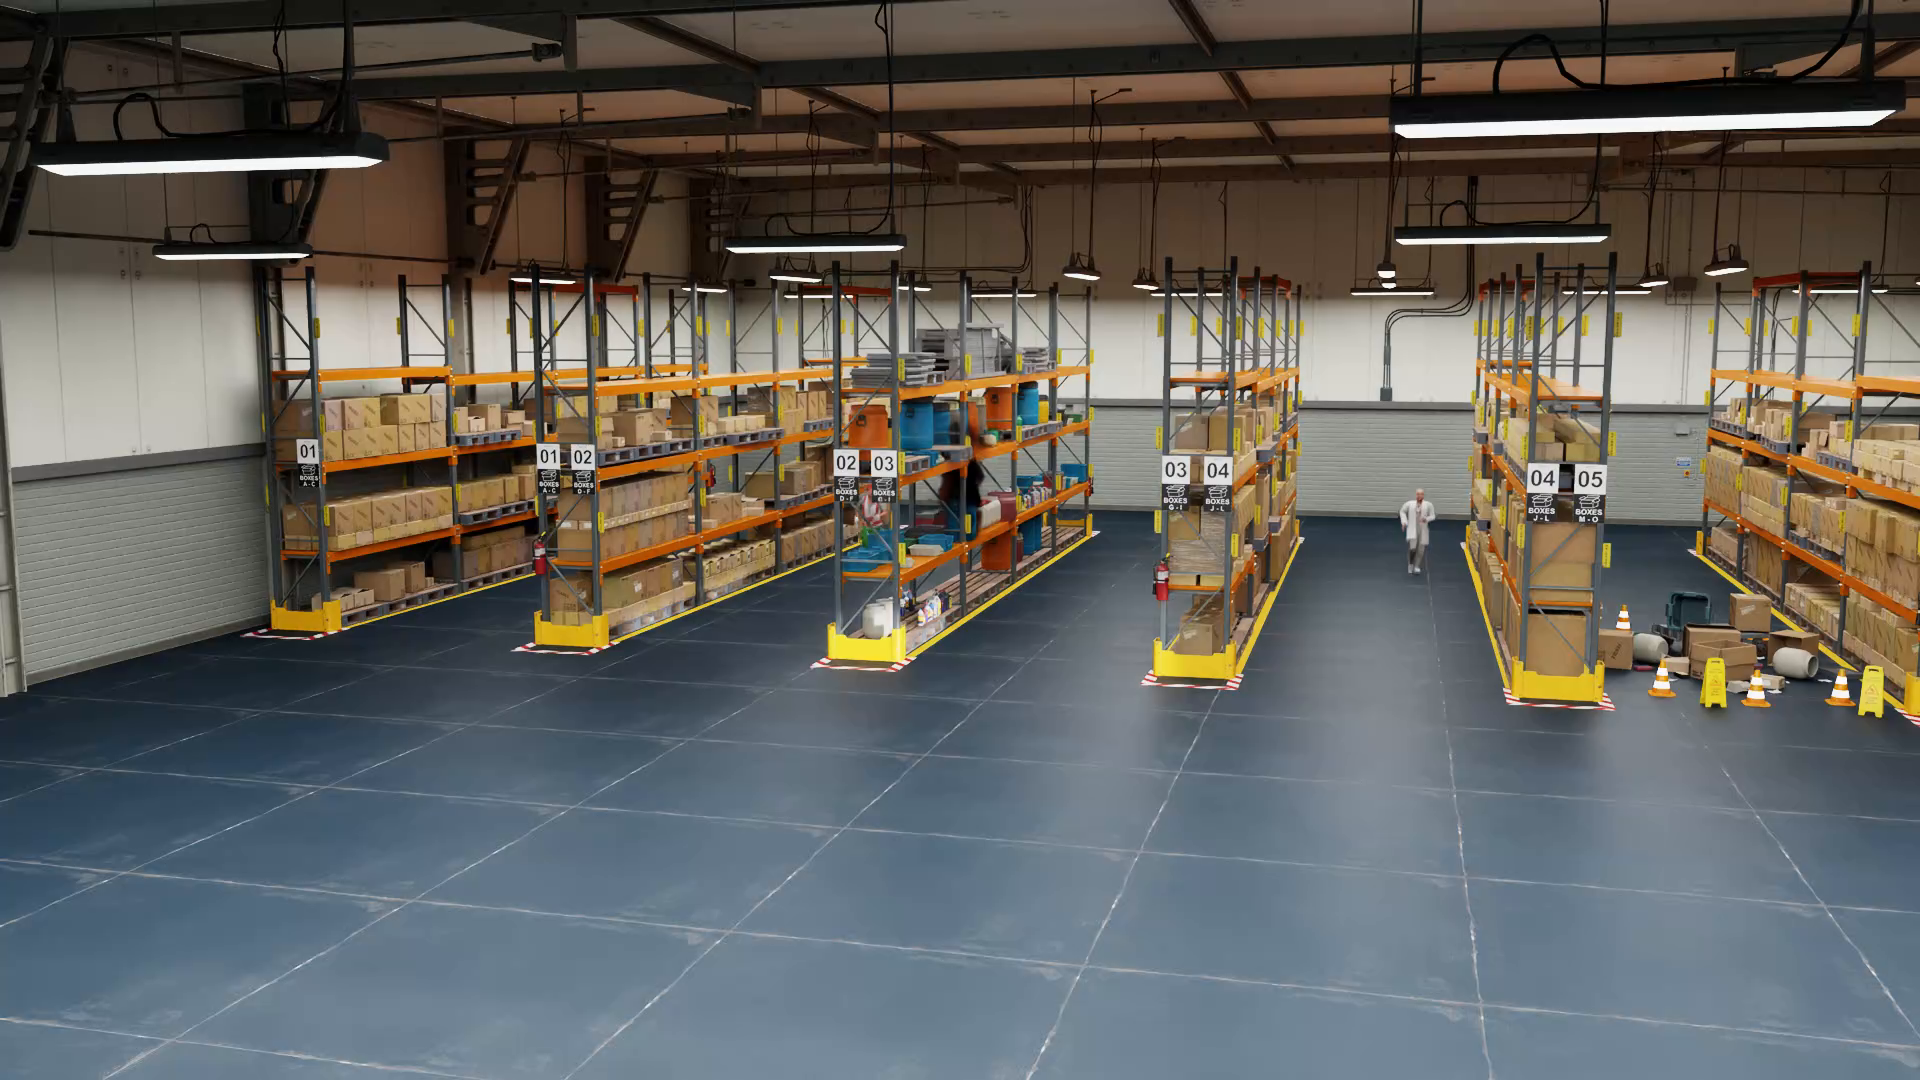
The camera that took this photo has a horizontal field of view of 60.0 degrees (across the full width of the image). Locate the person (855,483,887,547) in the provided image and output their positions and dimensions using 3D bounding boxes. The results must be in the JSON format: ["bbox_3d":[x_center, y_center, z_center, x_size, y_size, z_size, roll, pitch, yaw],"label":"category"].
[{"bbox_3d":[-1.803,-0.280,33.589,0.684,1.752,0.757,0,7,3],"label":"person"}]

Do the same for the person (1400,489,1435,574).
[{"bbox_3d":[9.315,-0.165,33.826,0.668,1.752,0.717,1,7,8],"label":"person"}]
